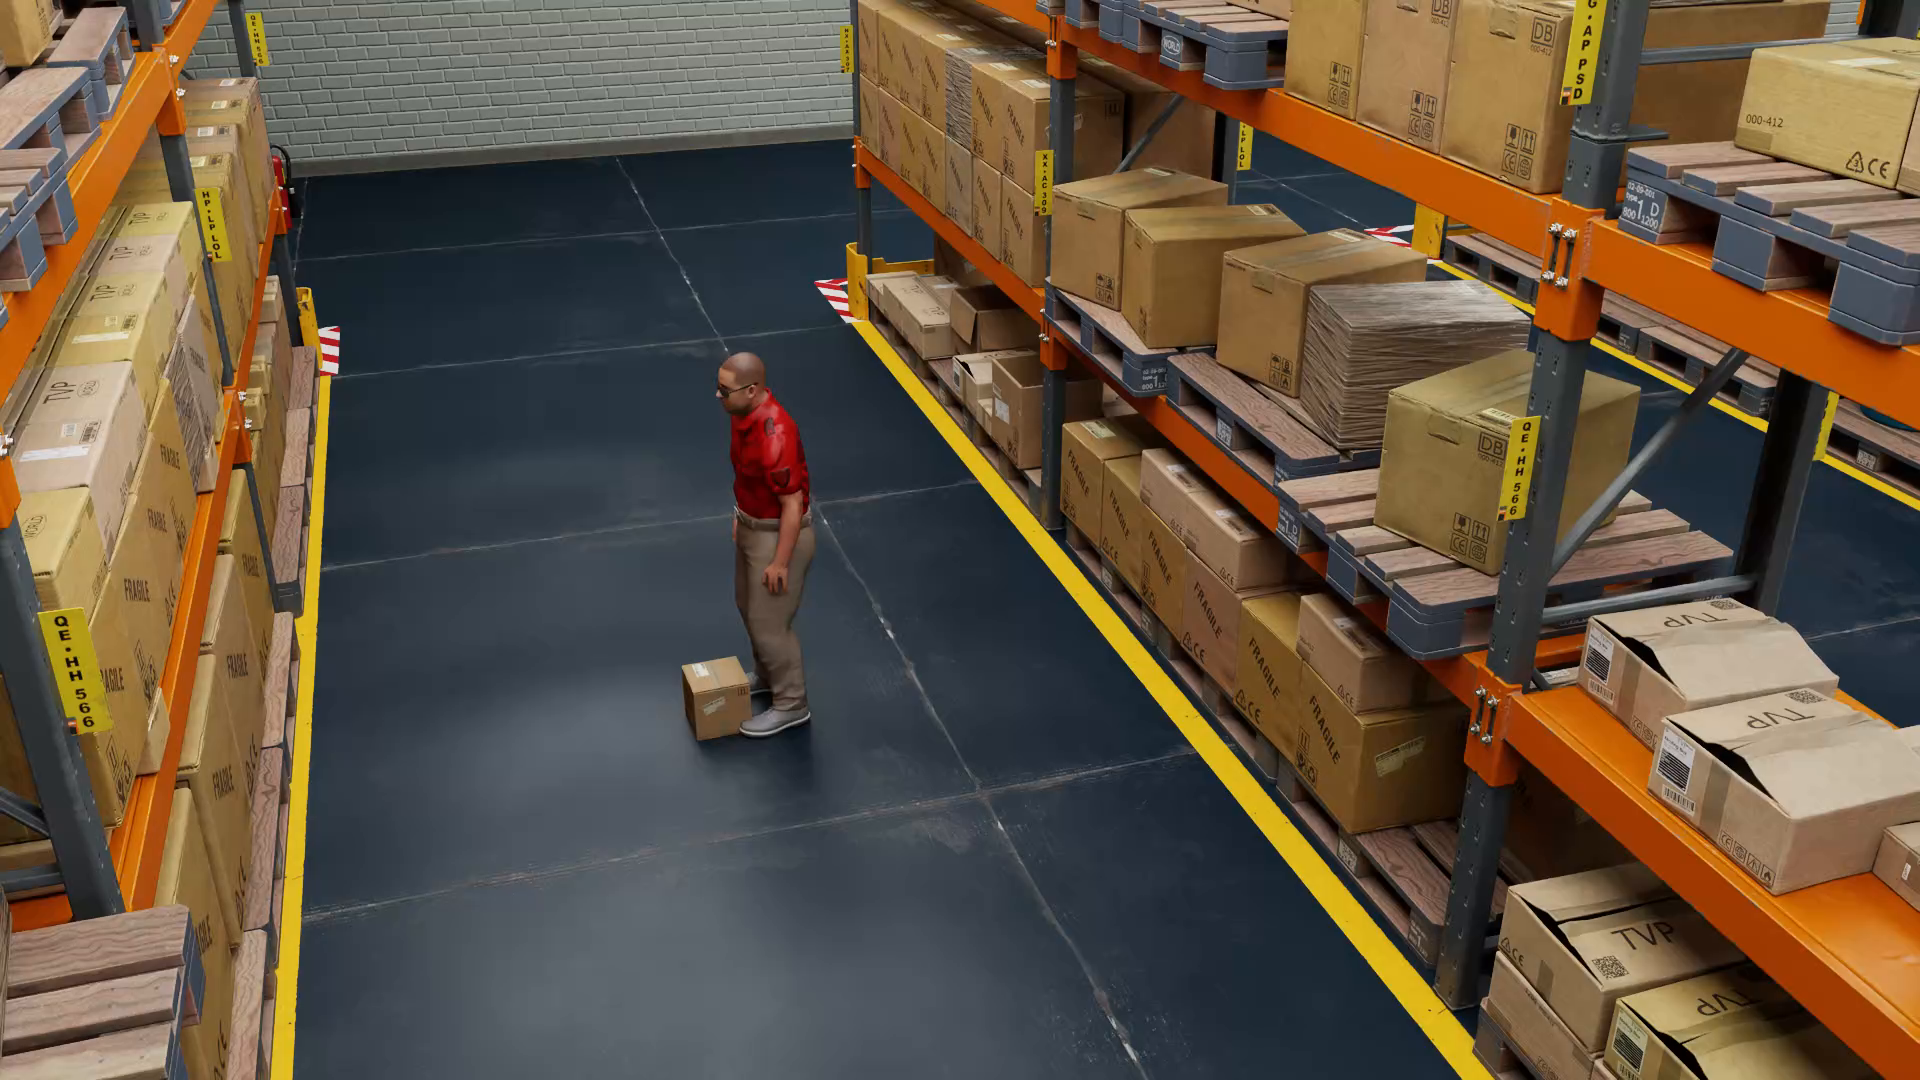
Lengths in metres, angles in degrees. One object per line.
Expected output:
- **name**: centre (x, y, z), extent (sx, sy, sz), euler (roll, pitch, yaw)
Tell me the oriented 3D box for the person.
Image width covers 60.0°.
- **person**: centre (-0.836, 0.000, 7.129), extent (0.394, 1.726, 0.604), euler (-10, 28, -19)
